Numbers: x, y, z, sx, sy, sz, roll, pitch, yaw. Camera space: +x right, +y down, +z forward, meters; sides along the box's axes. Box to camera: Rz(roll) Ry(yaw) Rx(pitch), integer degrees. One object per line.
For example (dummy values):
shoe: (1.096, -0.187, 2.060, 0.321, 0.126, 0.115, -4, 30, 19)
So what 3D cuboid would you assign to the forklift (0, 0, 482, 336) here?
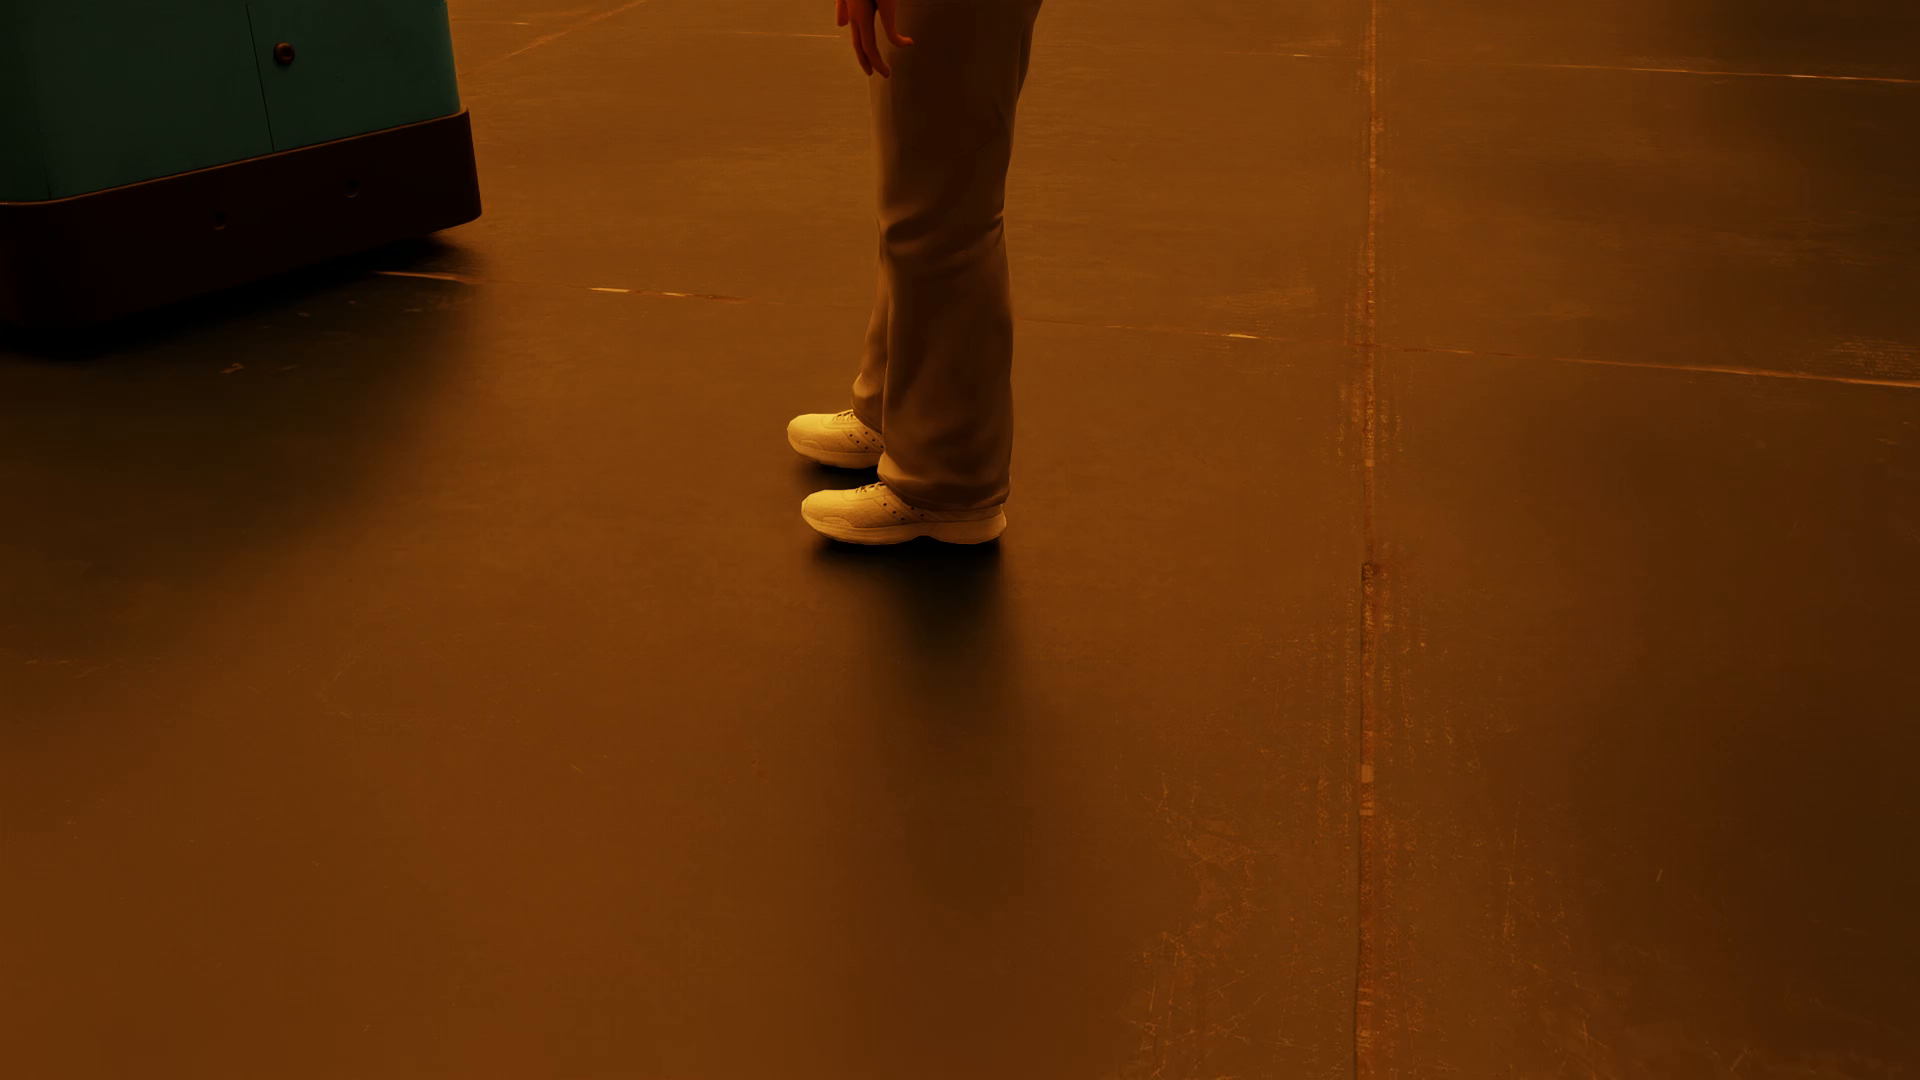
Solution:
forklift: (-2.578, -2.221, 3.647, 3.031, 2.935, 1.130, 19, 32, 33)

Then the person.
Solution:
person: (-0.069, -0.768, 2.146, 0.549, 1.675, 0.549, 6, 27, 11)
